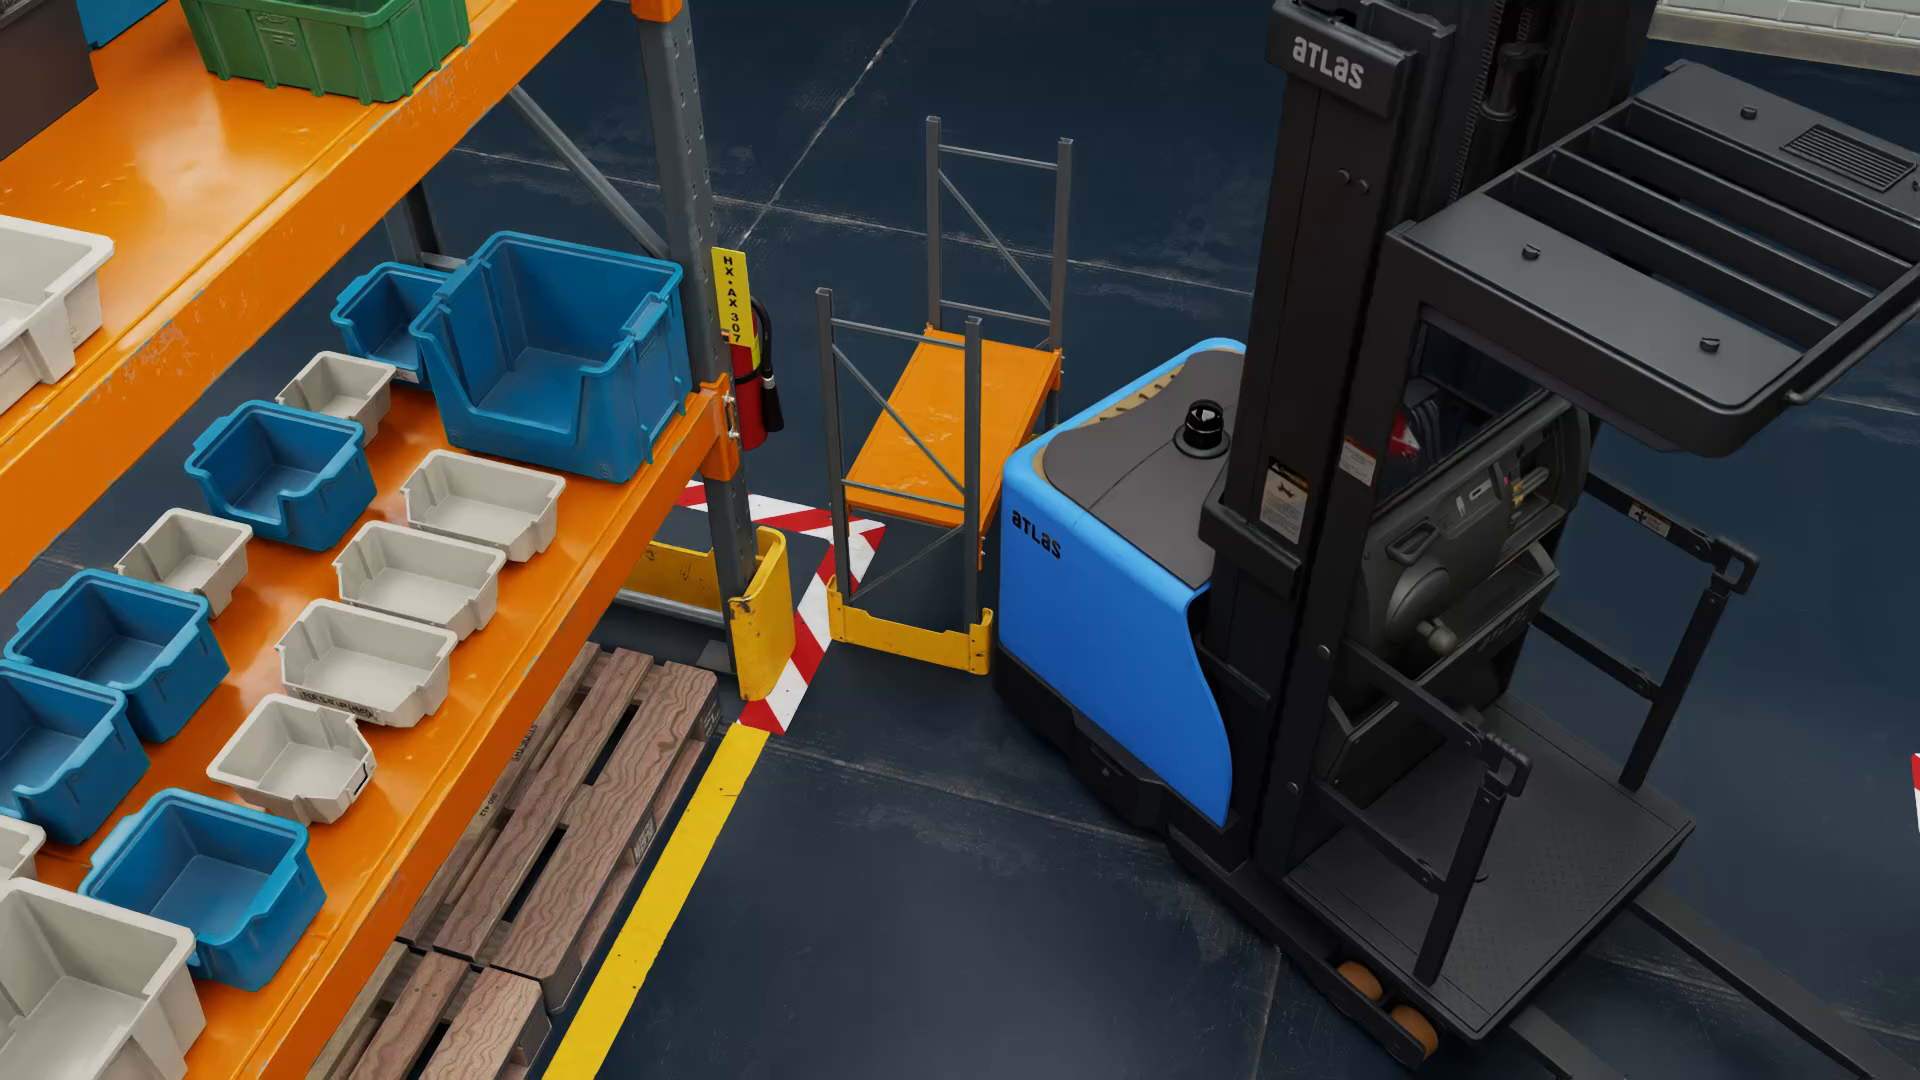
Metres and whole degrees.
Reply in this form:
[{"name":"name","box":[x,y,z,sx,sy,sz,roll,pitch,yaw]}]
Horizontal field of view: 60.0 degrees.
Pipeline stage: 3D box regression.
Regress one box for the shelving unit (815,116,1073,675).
[{"name":"shelving unit","box":[-0.023,-0.485,5.673,0.587,1.500,1.083,13,46,12]}]

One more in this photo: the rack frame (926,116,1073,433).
[{"name":"rack frame","box":[0.128,-0.818,6.014,0.500,1.500,0.032,13,46,12]}]

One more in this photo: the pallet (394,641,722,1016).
[{"name":"pallet","box":[-1.454,0.810,5.271,1.003,0.211,1.213,13,46,13]}]

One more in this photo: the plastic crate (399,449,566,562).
[{"name":"plastic crate","box":[-1.242,-0.073,4.326,0.396,0.136,0.243,13,46,13]}]

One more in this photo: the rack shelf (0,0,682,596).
[{"name":"rack shelf","box":[-1.773,-0.210,2.689,1.077,0.370,4.000,13,46,13]}]

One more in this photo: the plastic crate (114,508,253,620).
[{"name":"plastic crate","box":[-1.937,0.088,4.161,0.250,0.136,0.298,13,46,13]}]

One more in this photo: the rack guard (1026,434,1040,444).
[{"name":"rack guard","box":[0.128,-0.371,6.450,0.587,0.250,0.087,13,46,12]}]

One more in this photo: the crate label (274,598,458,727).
[{"name":"crate label","box":[-1.404,0.308,3.937,0.396,0.136,0.243,13,46,13]}]

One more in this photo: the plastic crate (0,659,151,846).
[{"name":"plastic crate","box":[-2.045,0.483,3.689,0.416,0.233,0.300,13,46,13]}]

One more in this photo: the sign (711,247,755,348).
[{"name":"sign","box":[-0.638,-0.681,4.684,0.100,0.325,0.005,13,46,13]}]

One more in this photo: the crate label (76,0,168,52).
[{"name":"crate label","box":[-1.755,-1.200,3.294,0.408,0.251,0.502,13,46,13]}]

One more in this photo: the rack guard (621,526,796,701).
[{"name":"rack guard","box":[-1.172,0.147,5.743,1.175,0.500,0.348,13,46,13]}]

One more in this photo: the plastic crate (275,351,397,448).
[{"name":"plastic crate","box":[-1.732,-0.364,4.623,0.250,0.136,0.298,13,46,13]}]

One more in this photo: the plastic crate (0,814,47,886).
[{"name":"plastic crate","box":[-2.138,0.787,3.447,0.293,0.136,0.466,13,46,13]}]

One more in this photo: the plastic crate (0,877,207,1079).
[{"name":"plastic crate","box":[-1.741,0.980,3.145,0.437,0.282,0.530,13,46,13]}]

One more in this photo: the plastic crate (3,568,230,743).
[{"name":"plastic crate","box":[-1.954,0.283,3.893,0.416,0.233,0.300,13,46,13]}]

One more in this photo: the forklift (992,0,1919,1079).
[{"name":"forklift","box":[1.459,0.033,4.121,1.130,2.935,3.031,-31,52,-28]}]

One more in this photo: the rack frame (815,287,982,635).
[{"name":"rack frame","box":[-0.180,-0.140,5.321,0.500,1.500,0.032,13,46,12]}]

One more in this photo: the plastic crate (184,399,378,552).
[{"name":"plastic crate","box":[-1.755,-0.156,4.342,0.416,0.233,0.300,13,46,13]}]

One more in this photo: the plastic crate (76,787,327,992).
[{"name":"plastic crate","box":[-1.545,0.734,3.432,0.416,0.233,0.300,13,46,13]}]

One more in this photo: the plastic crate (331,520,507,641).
[{"name":"plastic crate","box":[-1.343,0.117,4.132,0.396,0.136,0.243,13,46,13]}]

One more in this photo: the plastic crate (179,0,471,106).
[{"name":"plastic crate","box":[-1.194,-1.006,3.141,0.450,0.188,0.336,13,46,13]}]

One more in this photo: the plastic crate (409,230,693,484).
[{"name":"plastic crate","box":[-1.091,-0.499,4.547,0.616,0.435,0.499,13,46,13]}]

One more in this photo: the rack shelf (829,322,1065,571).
[{"name":"rack shelf","box":[-0.026,-0.351,5.793,0.538,0.185,1.000,13,46,12]}]

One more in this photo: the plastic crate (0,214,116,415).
[{"name":"plastic crate","box":[-1.556,-0.276,2.431,0.437,0.136,0.530,13,46,13]}]

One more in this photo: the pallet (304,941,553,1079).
[{"name":"pallet","box":[-1.825,1.621,4.443,1.003,0.211,1.213,13,46,13]}]

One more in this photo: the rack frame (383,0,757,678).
[{"name":"rack frame","box":[-1.167,-0.728,4.849,1.000,3.000,0.127,13,46,13]}]

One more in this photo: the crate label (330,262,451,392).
[{"name":"crate label","box":[-1.556,-0.595,4.790,0.416,0.233,0.303,13,46,13]}]

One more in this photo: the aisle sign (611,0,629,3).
[{"name":"aisle sign","box":[-0.866,-1.643,3.926,0.394,0.787,0.004,13,46,13]}]

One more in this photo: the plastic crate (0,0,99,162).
[{"name":"plastic crate","box":[-1.892,-0.818,2.841,0.504,0.338,0.767,13,46,13]}]

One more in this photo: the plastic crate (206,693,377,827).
[{"name":"plastic crate","box":[-1.476,0.509,3.731,0.298,0.136,0.250,13,46,13]}]

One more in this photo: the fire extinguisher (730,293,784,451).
[{"name":"fire extinguisher","box":[-0.688,-0.571,5.011,0.296,0.674,0.183,13,46,13]}]

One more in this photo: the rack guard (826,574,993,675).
[{"name":"rack guard","box":[-0.174,0.293,5.771,0.587,0.250,0.087,13,46,12]}]

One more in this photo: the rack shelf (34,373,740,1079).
[{"name":"rack shelf","box":[-1.773,0.862,3.739,1.077,0.370,4.000,13,46,13]}]
